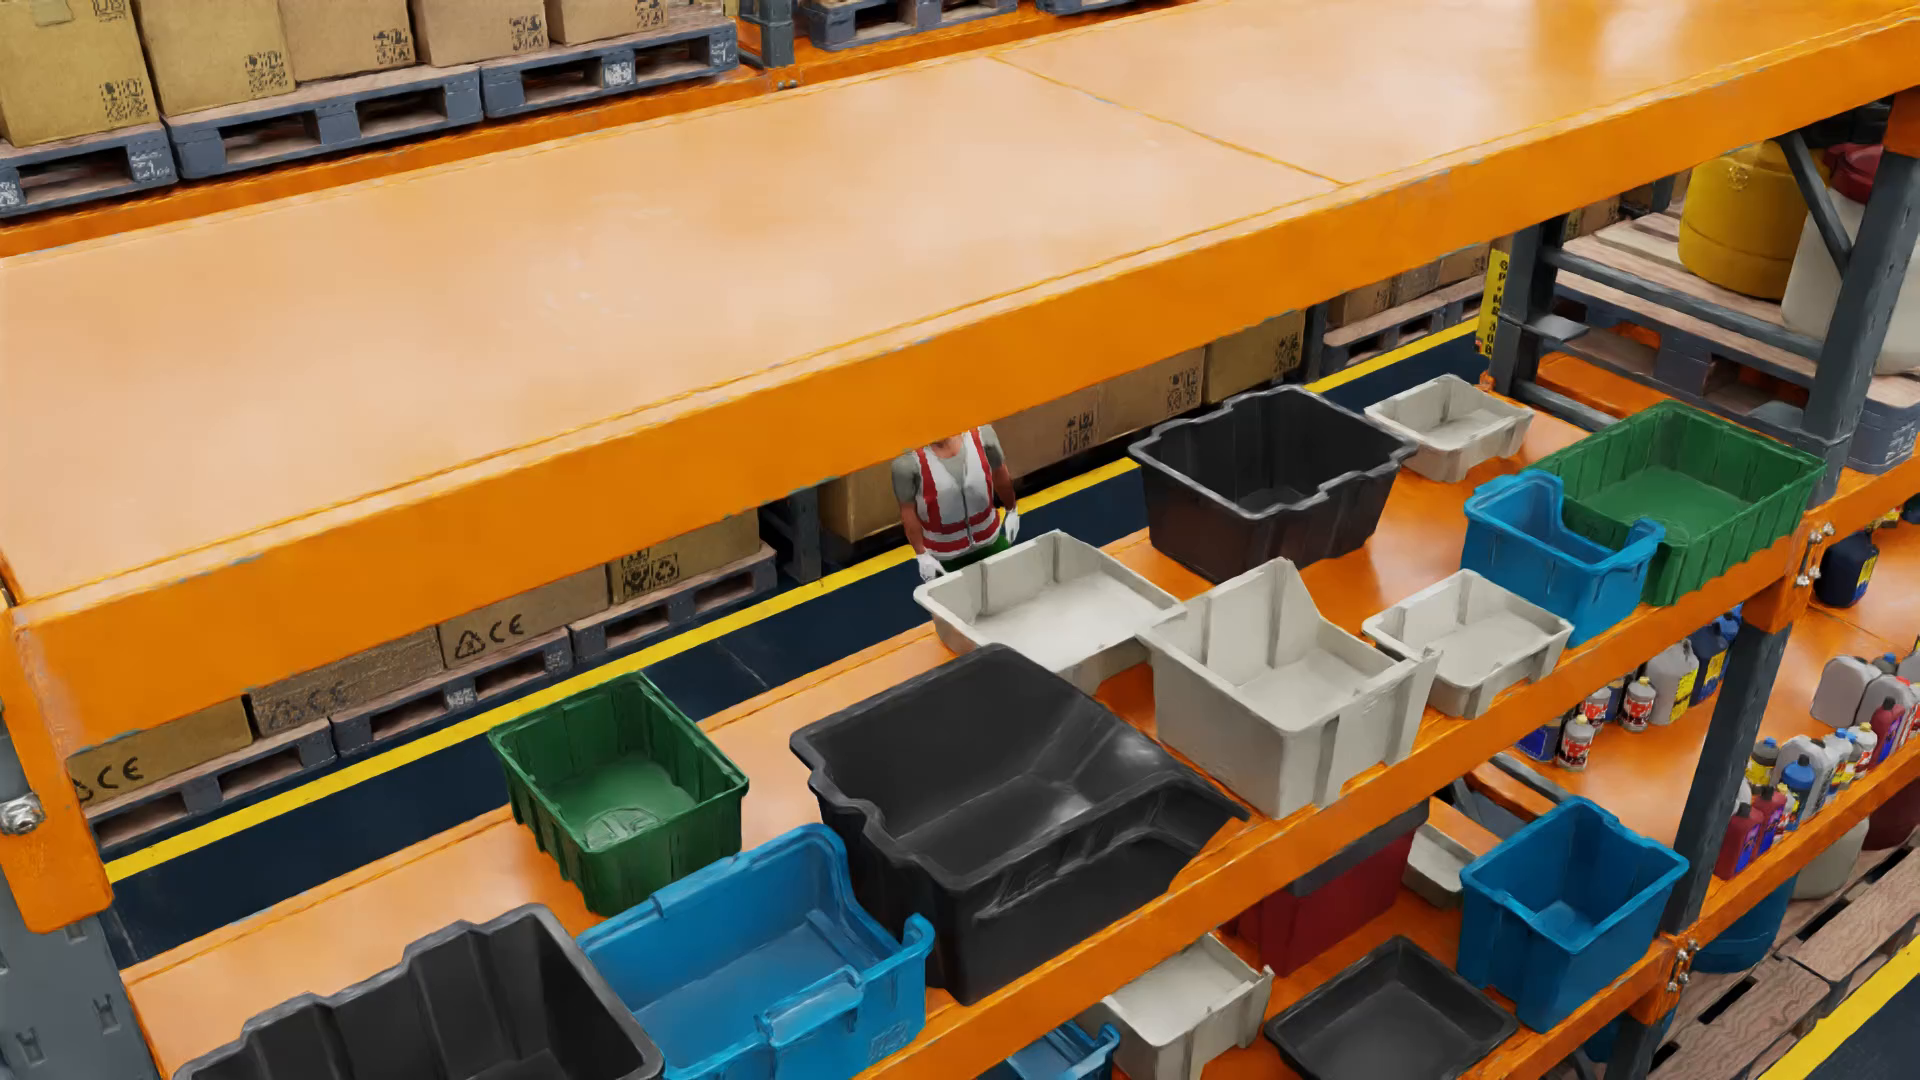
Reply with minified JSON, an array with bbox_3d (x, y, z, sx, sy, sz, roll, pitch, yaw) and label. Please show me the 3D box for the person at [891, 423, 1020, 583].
[{"bbox_3d":[-0.009,-0.012,7.815,0.656,1.753,0.658,-15,35,-23],"label":"person"}]
